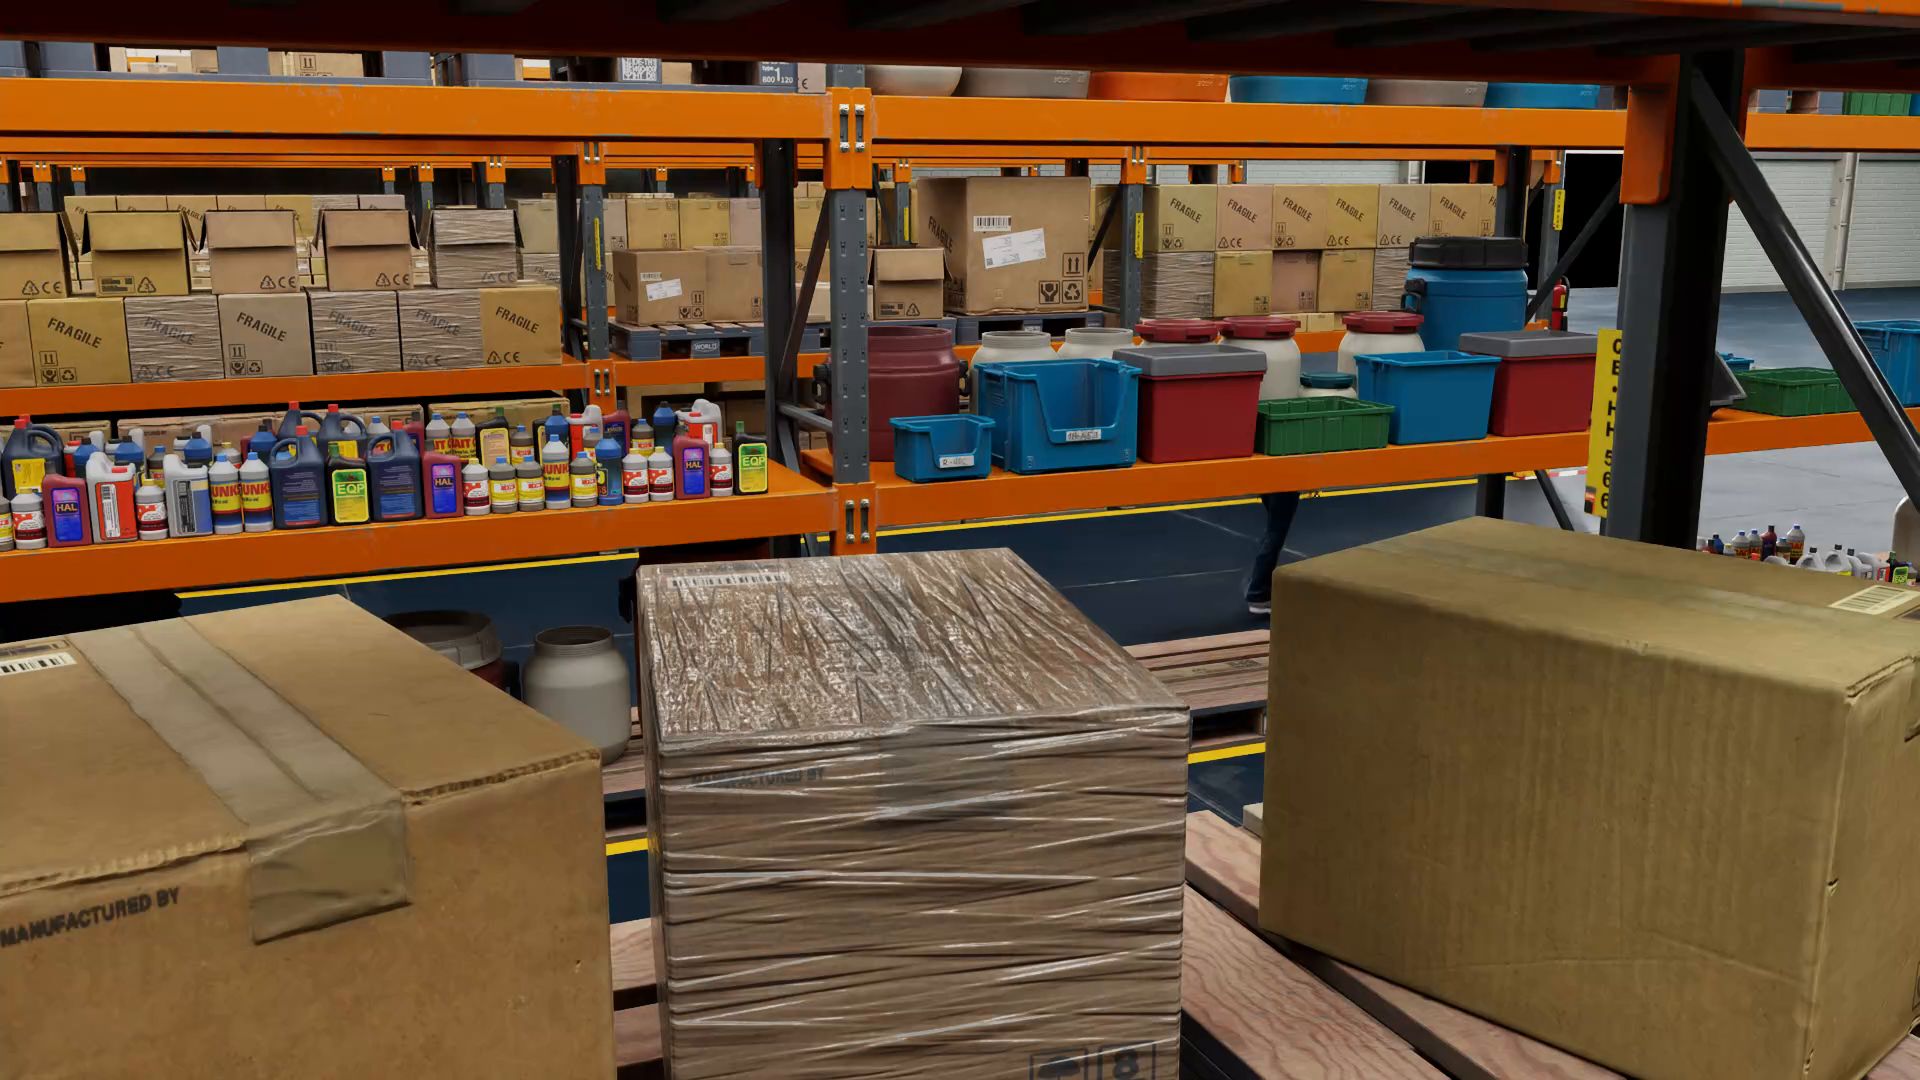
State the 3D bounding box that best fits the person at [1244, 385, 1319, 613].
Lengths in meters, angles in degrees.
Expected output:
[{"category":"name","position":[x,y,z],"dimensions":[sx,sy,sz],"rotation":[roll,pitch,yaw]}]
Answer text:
[{"category":"person","position":[1.833,-0.350,9.566],"dimensions":[0.450,1.628,0.419],"rotation":[-10,15,-37]}]
